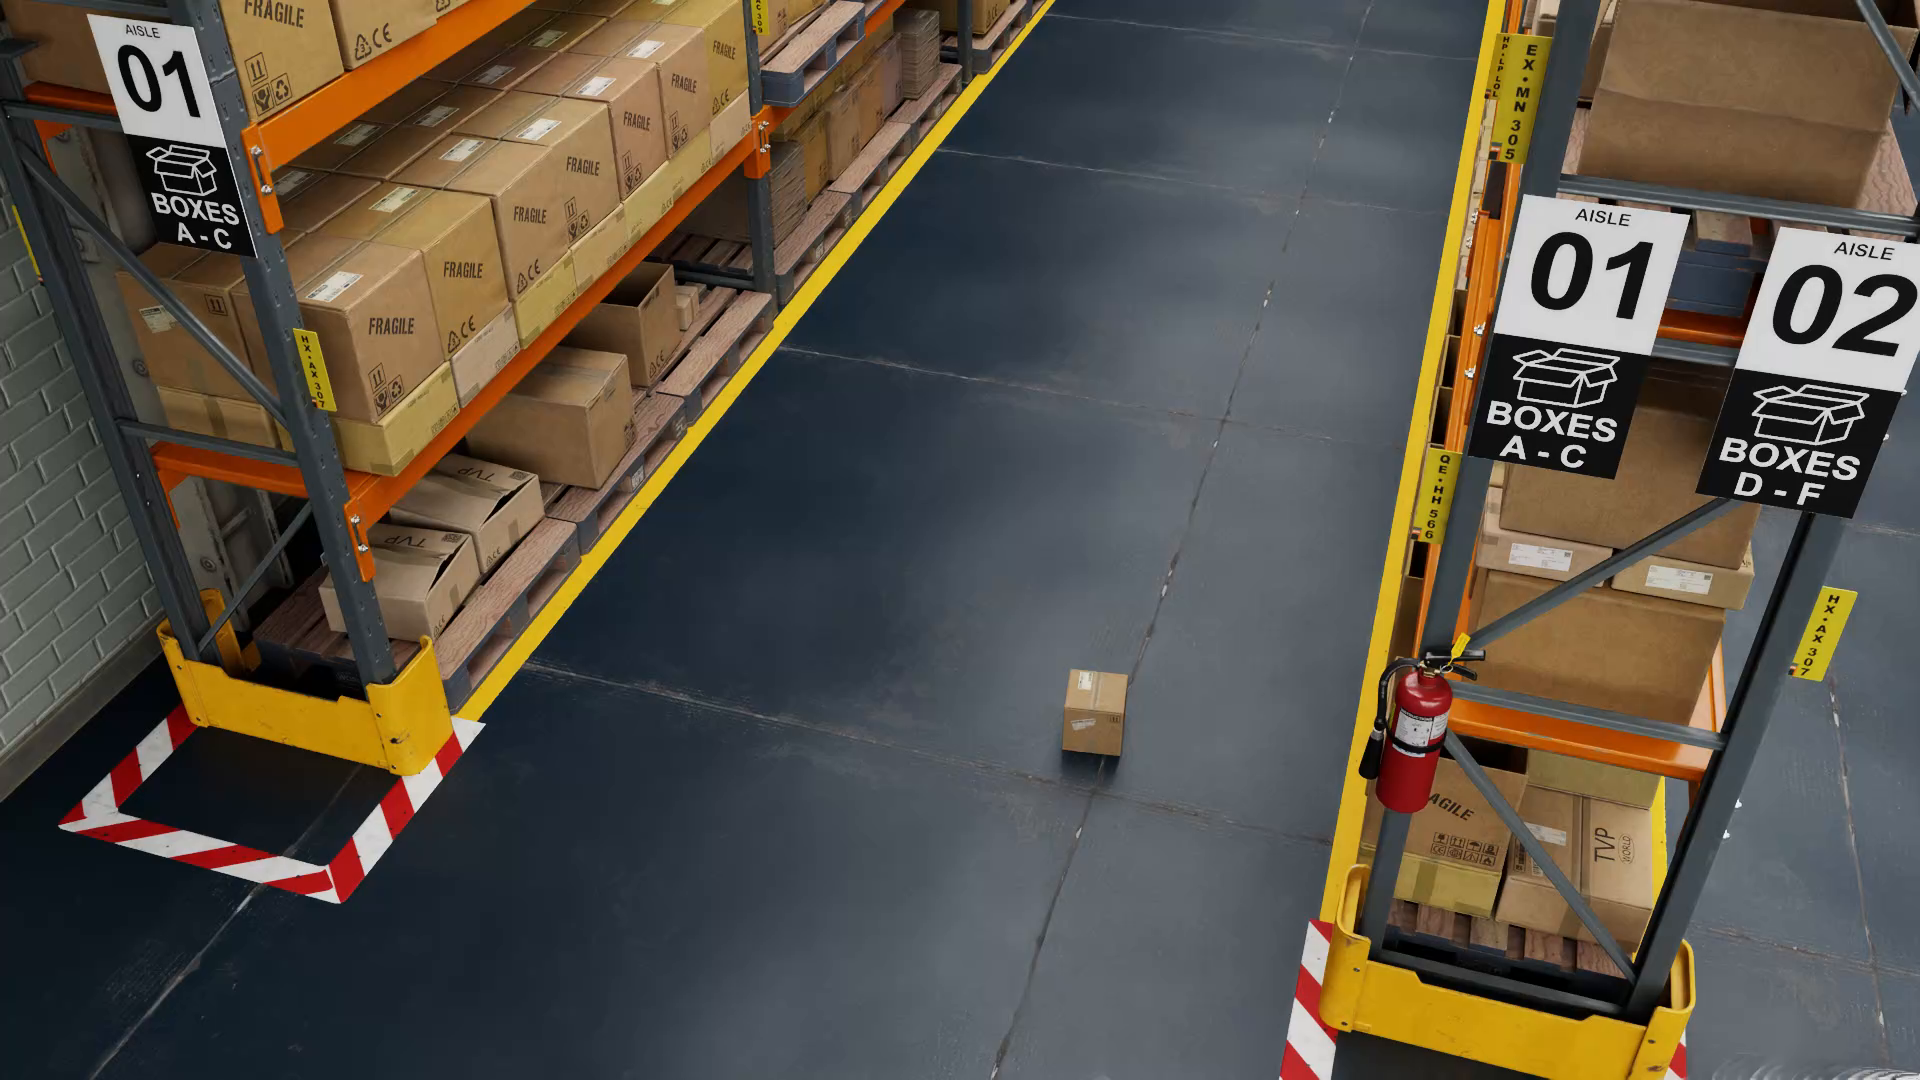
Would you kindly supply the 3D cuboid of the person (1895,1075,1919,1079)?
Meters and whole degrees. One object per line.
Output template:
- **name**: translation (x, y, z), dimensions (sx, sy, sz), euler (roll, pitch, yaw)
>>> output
- **person**: translation (2.219, 1.943, 4.230), dimensions (0.526, 1.764, 0.536), euler (17, 40, 21)
